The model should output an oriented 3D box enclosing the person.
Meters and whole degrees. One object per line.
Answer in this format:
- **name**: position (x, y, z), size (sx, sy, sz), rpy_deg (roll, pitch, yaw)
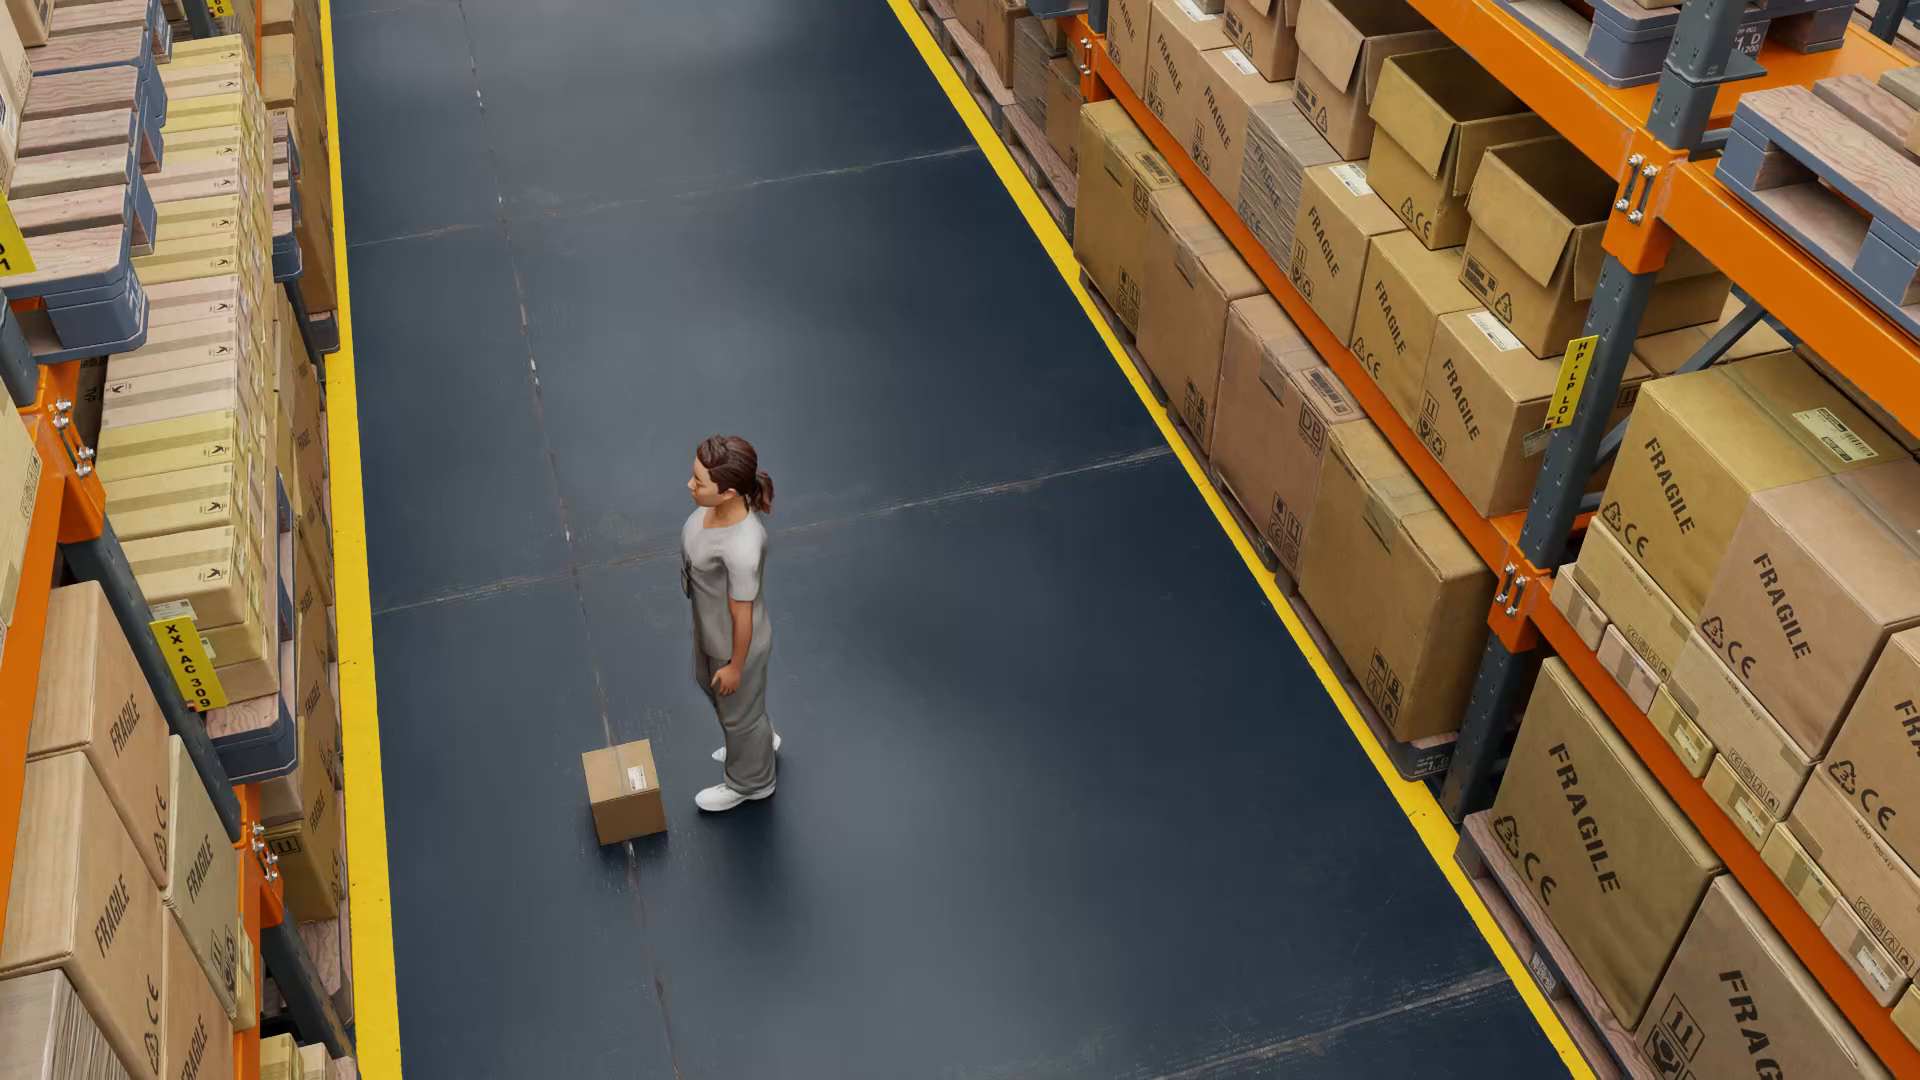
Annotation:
- **person**: position (-0.805, 0.339, 5.824), size (0.432, 1.729, 0.453), rpy_deg (-11, 44, -12)
